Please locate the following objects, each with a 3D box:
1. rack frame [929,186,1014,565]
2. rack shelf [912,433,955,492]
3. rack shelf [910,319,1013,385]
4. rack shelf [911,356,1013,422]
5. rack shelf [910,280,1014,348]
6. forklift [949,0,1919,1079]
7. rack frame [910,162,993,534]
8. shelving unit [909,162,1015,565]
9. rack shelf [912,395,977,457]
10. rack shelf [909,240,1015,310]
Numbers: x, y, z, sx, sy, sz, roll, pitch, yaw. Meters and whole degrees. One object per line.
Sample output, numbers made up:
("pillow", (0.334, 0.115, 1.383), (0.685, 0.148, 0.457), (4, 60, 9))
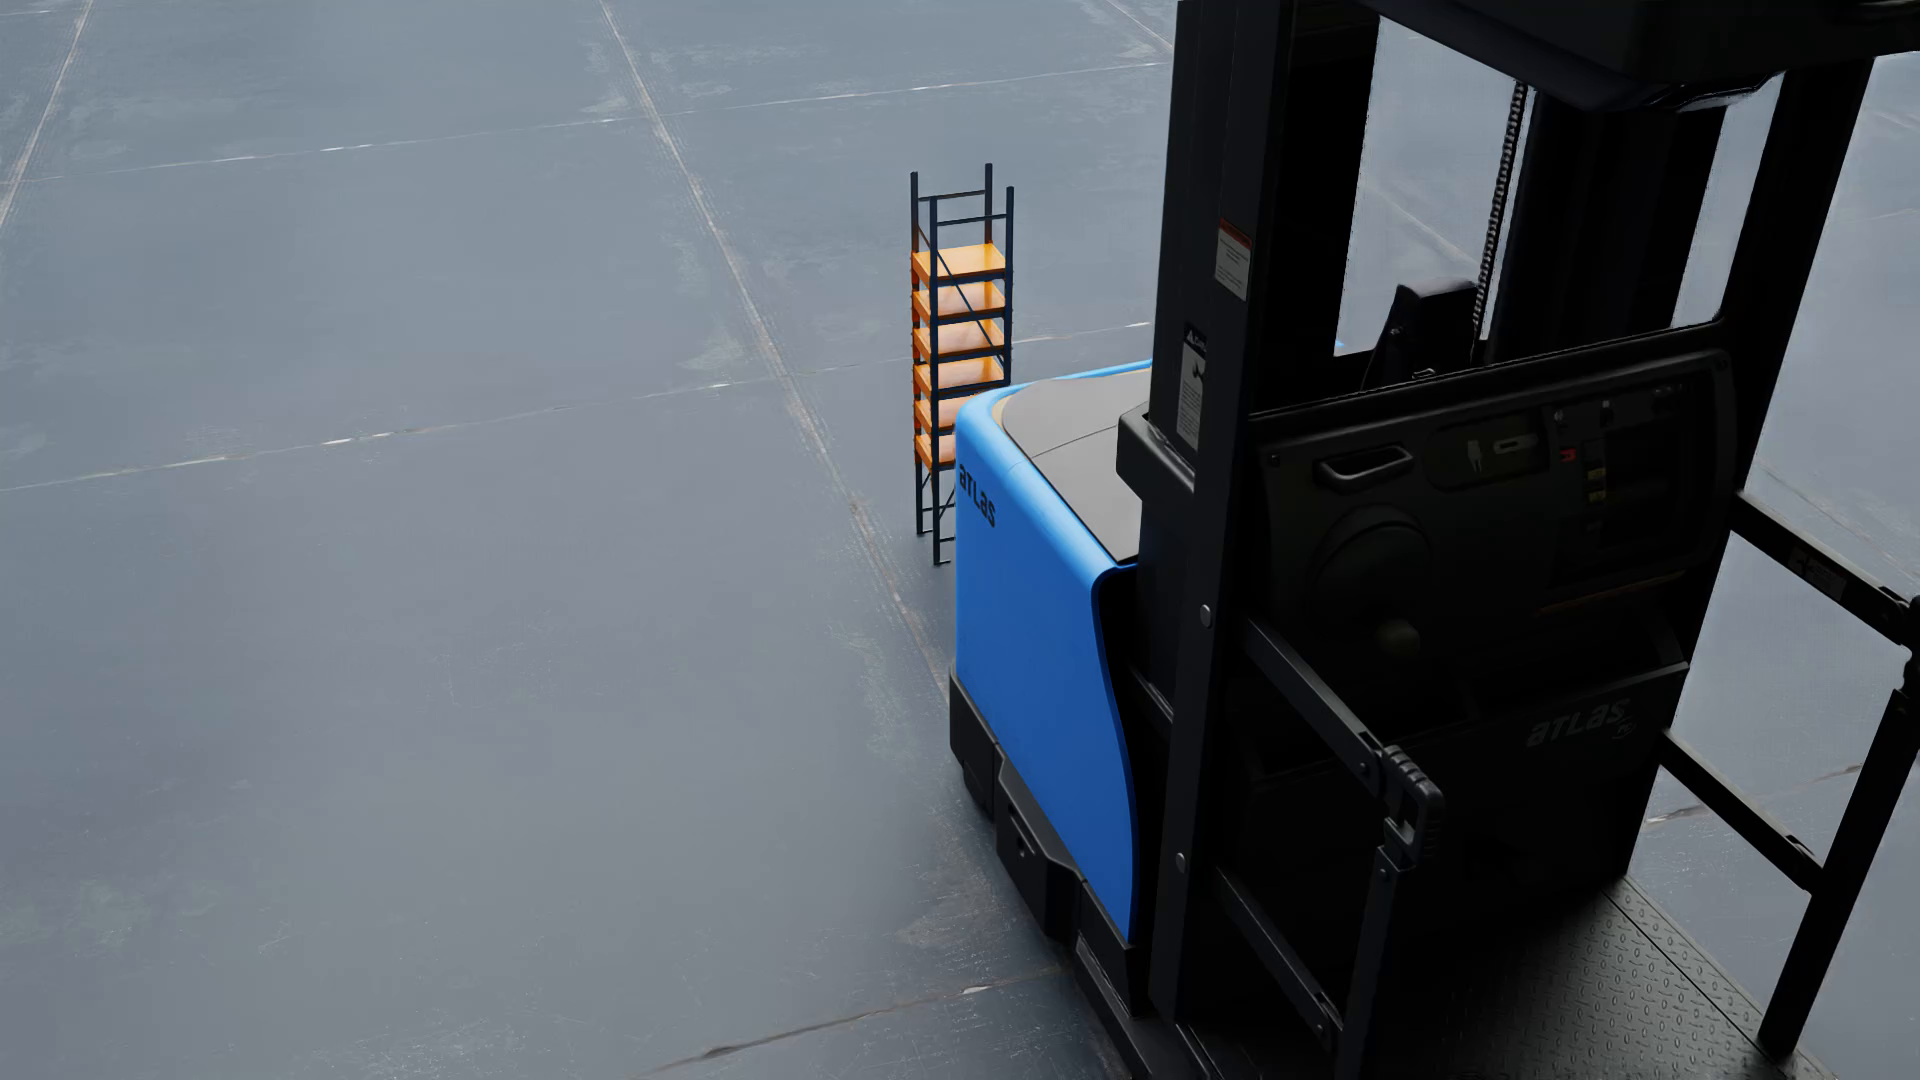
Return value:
("rack frame", (0.032, -0.445, 4.835), (0.240, 1.200, 0.006), (-10, 35, -15))
("rack shelf", (0.004, -0.256, 5.065), (0.258, 0.103, 0.180), (-10, 35, -15))
("rack shelf", (0.004, -0.556, 4.866), (0.258, 0.103, 0.180), (-10, 35, -15))
("rack shelf", (0.004, -0.456, 4.932), (0.258, 0.103, 0.180), (-10, 35, -15))
("rack shelf", (0.004, -0.656, 4.800), (0.258, 0.103, 0.180), (-10, 35, -15))
("forklift", (0.988, -0.003, 2.597), (1.130, 2.935, 3.031), (-12, 35, -18))
("rack frame", (-0.023, -0.541, 4.980), (0.240, 1.200, 0.006), (-10, 35, -15))
("shelving unit", (0.004, -0.493, 4.908), (0.258, 1.200, 0.189), (-10, 35, -15))
("rack shelf", (0.004, -0.356, 4.998), (0.258, 0.103, 0.180), (-10, 35, -15))
("rack shelf", (0.004, -0.756, 4.734), (0.258, 0.103, 0.180), (-10, 35, -15))
